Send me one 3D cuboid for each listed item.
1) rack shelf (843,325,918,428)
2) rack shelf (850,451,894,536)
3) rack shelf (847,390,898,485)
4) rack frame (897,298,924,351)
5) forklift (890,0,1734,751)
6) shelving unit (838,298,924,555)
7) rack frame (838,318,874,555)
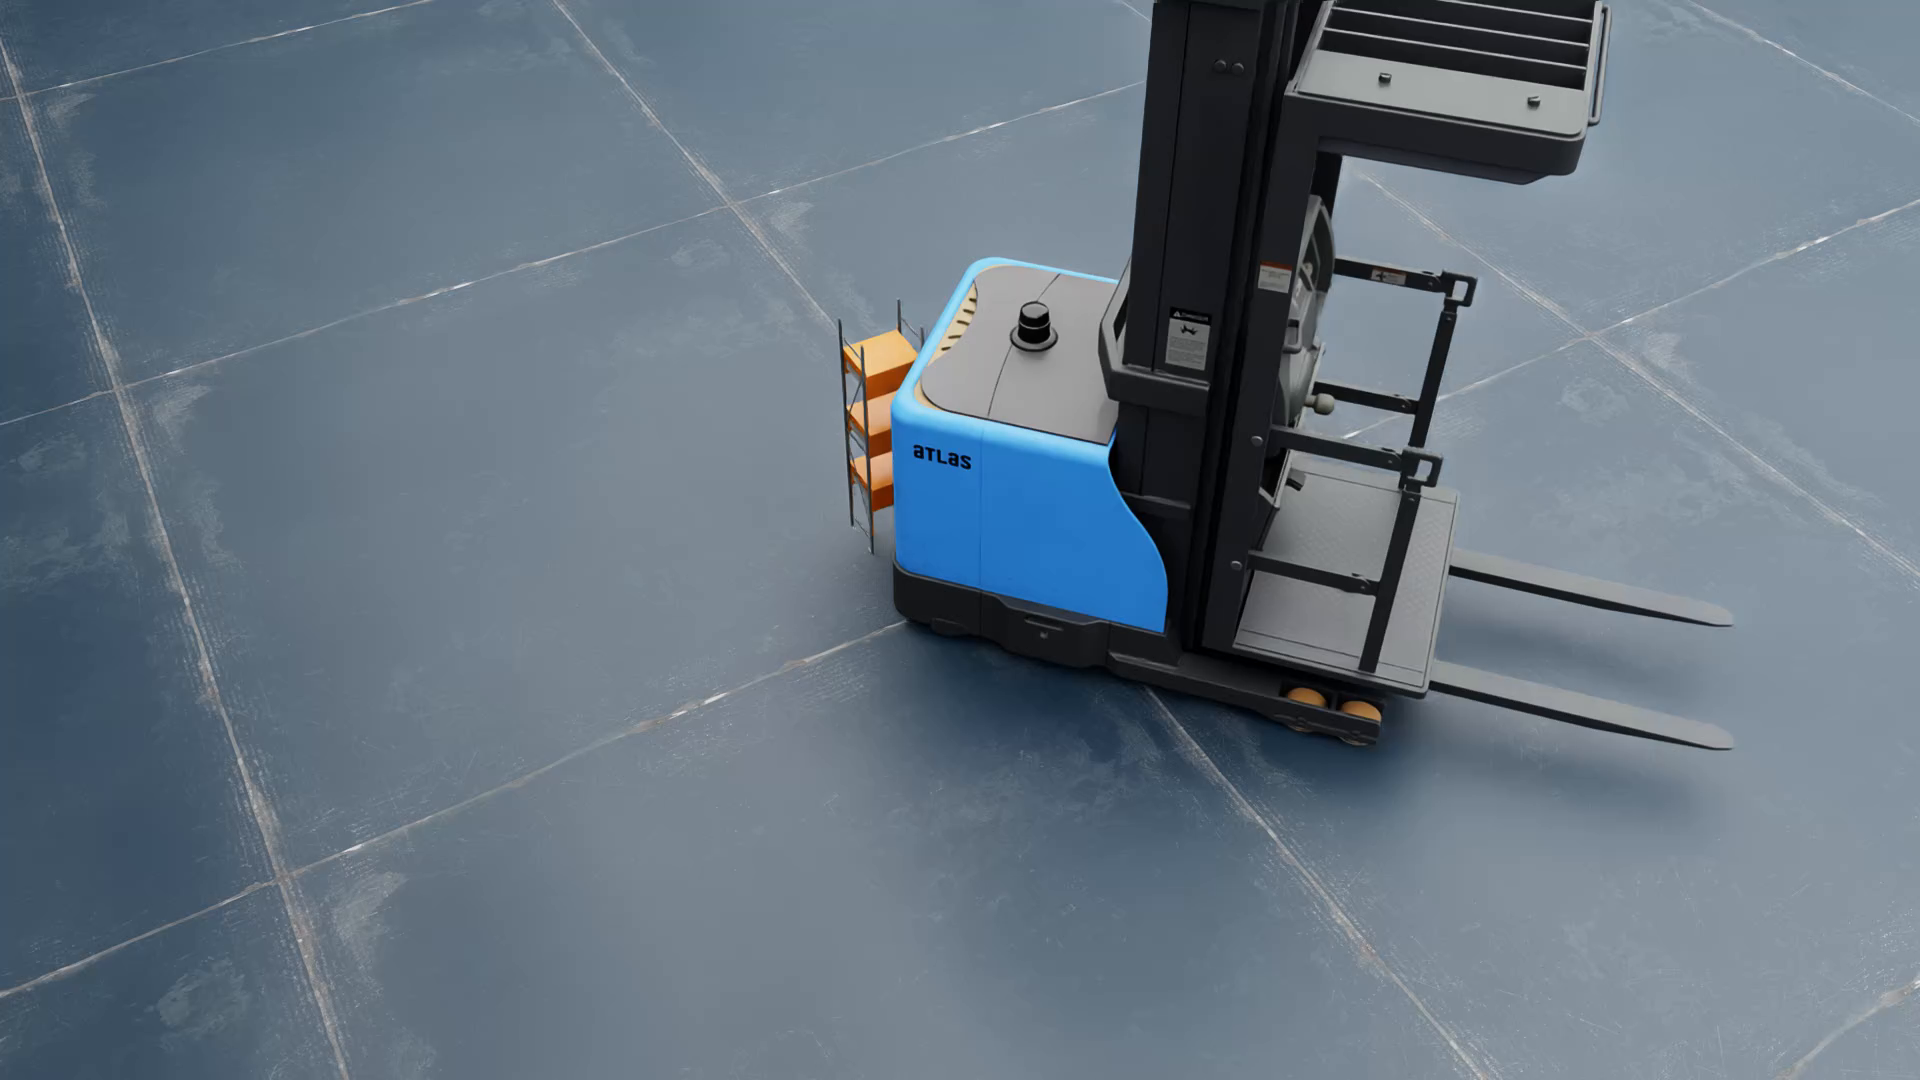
[{"bbox_3d":[-0.289,-0.613,6.235,0.240,0.259,0.215,-21,48,-20],"label":"rack shelf"},{"bbox_3d":[-0.289,-0.210,6.627,0.240,0.259,0.215,-21,48,-20],"label":"rack shelf"},{"bbox_3d":[-0.289,-0.409,6.433,0.240,0.259,0.215,-21,48,-20],"label":"rack shelf"},{"bbox_3d":[-0.183,-0.458,6.468,0.008,1.050,0.200,-21,48,-20],"label":"rack frame"},{"bbox_3d":[1.319,-0.732,5.399,3.031,2.935,1.130,13,46,13],"label":"forklift"},{"bbox_3d":[-0.289,-0.417,6.426,0.252,1.050,0.215,-21,48,-20],"label":"shelving unit"},{"bbox_3d":[-0.396,-0.376,6.383,0.008,1.050,0.200,-21,48,-20],"label":"rack frame"}]
